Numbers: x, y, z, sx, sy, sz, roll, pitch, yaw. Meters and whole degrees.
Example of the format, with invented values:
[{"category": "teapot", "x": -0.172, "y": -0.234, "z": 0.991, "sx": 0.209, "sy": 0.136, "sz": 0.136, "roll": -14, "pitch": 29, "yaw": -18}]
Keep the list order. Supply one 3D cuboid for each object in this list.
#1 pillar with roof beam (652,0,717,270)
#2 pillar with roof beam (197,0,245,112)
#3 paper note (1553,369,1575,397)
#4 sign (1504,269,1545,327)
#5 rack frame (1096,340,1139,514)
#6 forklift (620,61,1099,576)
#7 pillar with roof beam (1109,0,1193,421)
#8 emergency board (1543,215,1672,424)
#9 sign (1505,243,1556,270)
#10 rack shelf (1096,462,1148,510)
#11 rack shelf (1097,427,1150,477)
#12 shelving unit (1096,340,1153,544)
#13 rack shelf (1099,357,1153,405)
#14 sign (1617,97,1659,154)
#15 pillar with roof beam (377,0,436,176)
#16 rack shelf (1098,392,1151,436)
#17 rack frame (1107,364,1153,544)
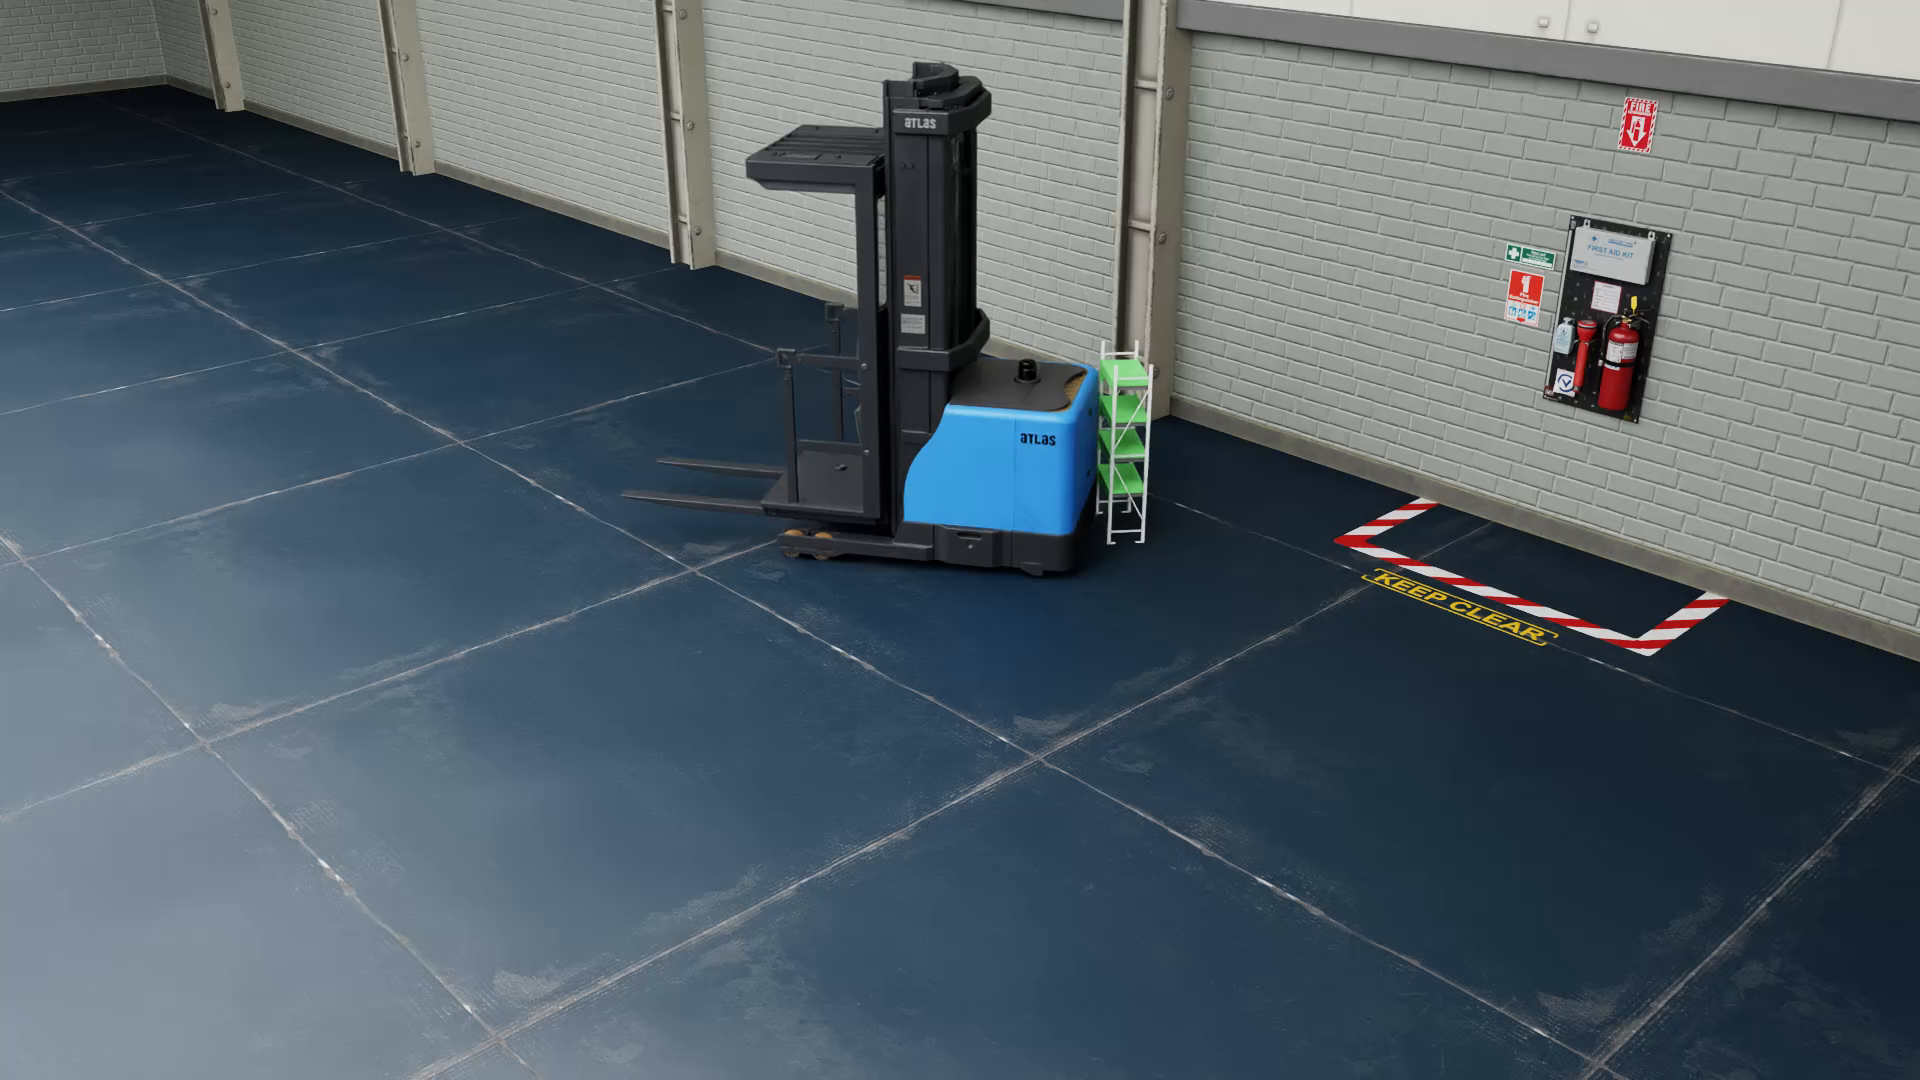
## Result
[{"category": "pillar with roof beam", "x": -5.845, "y": -5.690, "z": 12.380, "sx": 9.100, "sy": 9.000, "sz": 0.400, "roll": -21, "pitch": 32, "yaw": -38}, {"category": "pillar with roof beam", "x": -14.047, "y": -9.326, "z": 20.350, "sx": 9.100, "sy": 9.000, "sz": 0.400, "roll": -21, "pitch": 32, "yaw": -38}, {"category": "paper note", "x": 3.768, "y": -0.978, "z": 10.341, "sx": 0.016, "sy": 0.148, "sz": 0.142, "roll": -21, "pitch": 32, "yaw": -38}, {"category": "sign", "x": 3.536, "y": -1.519, "z": 10.422, "sx": 0.001, "sy": 0.329, "sz": 0.234, "roll": -21, "pitch": 32, "yaw": -38}, {"category": "rack frame", "x": 1.026, "y": -0.729, "z": 10.903, "sx": 0.240, "sy": 1.200, "sz": 0.015, "roll": -2, "pitch": 25, "yaw": -4}, {"category": "forklift", "x": -0.672, "y": -1.419, "z": 10.328, "sx": 3.031, "sy": 2.935, "sz": 1.130, "roll": 5, "pitch": 25, "yaw": 12}, {"category": "pillar with roof beam", "x": -1.744, "y": -3.872, "z": 8.396, "sx": 9.100, "sy": 9.000, "sz": 0.400, "roll": -21, "pitch": 32, "yaw": -38}, {"category": "emergency board", "x": 3.838, "y": -1.306, "z": 9.998, "sx": 0.194, "sy": 1.169, "sz": 0.643, "roll": -21, "pitch": 32, "yaw": -38}, {"category": "sign", "x": 3.532, "y": -1.756, "z": 10.303, "sx": 0.001, "sy": 0.109, "sz": 0.331, "roll": -21, "pitch": 32, "yaw": -38}, {"category": "rack shelf", "x": 1.047, "y": -0.352, "z": 10.808, "sx": 0.258, "sy": 0.148, "sz": 0.480, "roll": -2, "pitch": 25, "yaw": -4}, {"category": "rack shelf", "x": 1.047, "y": -0.570, "z": 10.708, "sx": 0.258, "sy": 0.148, "sz": 0.480, "roll": -2, "pitch": 25, "yaw": -4}, {"category": "shelving unit", "x": 1.047, "y": -0.628, "z": 10.681, "sx": 0.258, "sy": 1.200, "sz": 0.503, "roll": -2, "pitch": 25, "yaw": -4}, {"category": "rack shelf", "x": 1.047, "y": -1.007, "z": 10.509, "sx": 0.258, "sy": 0.148, "sz": 0.480, "roll": -2, "pitch": 25, "yaw": -4}, {"category": "sign", "x": 3.905, "y": -2.391, "z": 9.584, "sx": 0.001, "sy": 0.298, "sz": 0.199, "roll": -21, "pitch": 32, "yaw": -38}, {"category": "pillar with roof beam", "x": -9.946, "y": -7.508, "z": 16.365, "sx": 9.100, "sy": 9.000, "sz": 0.400, "roll": -21, "pitch": 32, "yaw": -38}, {"category": "rack shelf", "x": 1.047, "y": -0.788, "z": 10.608, "sx": 0.258, "sy": 0.148, "sz": 0.480, "roll": -2, "pitch": 25, "yaw": -4}, {"category": "rack frame", "x": 1.067, "y": -0.527, "z": 10.460, "sx": 0.240, "sy": 1.200, "sz": 0.015, "roll": -2, "pitch": 25, "yaw": -4}]
